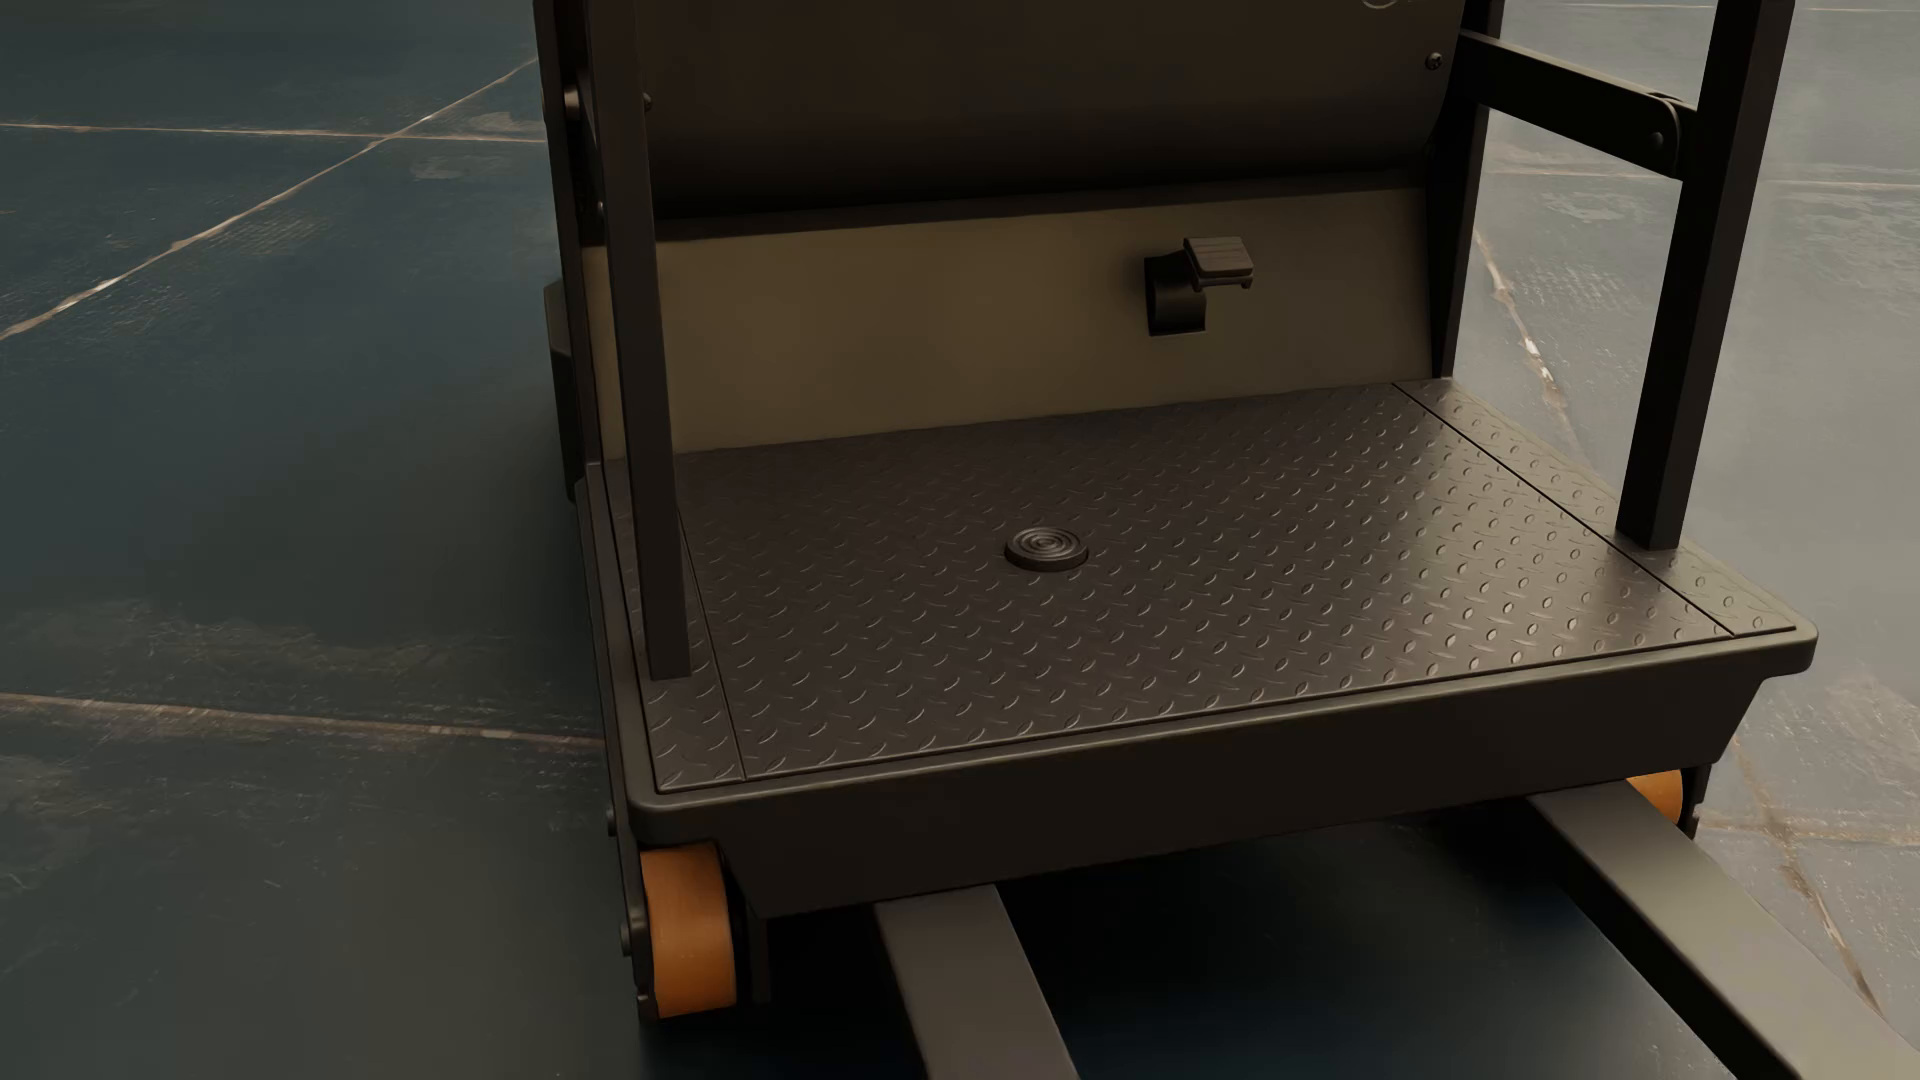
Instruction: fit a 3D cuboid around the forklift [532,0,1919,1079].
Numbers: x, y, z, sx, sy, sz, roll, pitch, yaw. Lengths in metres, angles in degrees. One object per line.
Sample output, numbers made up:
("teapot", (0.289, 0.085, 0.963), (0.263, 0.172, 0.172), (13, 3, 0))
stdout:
("forklift", (0.153, -1.049, 1.319), (1.130, 2.935, 3.031), (-7, 27, -13))
